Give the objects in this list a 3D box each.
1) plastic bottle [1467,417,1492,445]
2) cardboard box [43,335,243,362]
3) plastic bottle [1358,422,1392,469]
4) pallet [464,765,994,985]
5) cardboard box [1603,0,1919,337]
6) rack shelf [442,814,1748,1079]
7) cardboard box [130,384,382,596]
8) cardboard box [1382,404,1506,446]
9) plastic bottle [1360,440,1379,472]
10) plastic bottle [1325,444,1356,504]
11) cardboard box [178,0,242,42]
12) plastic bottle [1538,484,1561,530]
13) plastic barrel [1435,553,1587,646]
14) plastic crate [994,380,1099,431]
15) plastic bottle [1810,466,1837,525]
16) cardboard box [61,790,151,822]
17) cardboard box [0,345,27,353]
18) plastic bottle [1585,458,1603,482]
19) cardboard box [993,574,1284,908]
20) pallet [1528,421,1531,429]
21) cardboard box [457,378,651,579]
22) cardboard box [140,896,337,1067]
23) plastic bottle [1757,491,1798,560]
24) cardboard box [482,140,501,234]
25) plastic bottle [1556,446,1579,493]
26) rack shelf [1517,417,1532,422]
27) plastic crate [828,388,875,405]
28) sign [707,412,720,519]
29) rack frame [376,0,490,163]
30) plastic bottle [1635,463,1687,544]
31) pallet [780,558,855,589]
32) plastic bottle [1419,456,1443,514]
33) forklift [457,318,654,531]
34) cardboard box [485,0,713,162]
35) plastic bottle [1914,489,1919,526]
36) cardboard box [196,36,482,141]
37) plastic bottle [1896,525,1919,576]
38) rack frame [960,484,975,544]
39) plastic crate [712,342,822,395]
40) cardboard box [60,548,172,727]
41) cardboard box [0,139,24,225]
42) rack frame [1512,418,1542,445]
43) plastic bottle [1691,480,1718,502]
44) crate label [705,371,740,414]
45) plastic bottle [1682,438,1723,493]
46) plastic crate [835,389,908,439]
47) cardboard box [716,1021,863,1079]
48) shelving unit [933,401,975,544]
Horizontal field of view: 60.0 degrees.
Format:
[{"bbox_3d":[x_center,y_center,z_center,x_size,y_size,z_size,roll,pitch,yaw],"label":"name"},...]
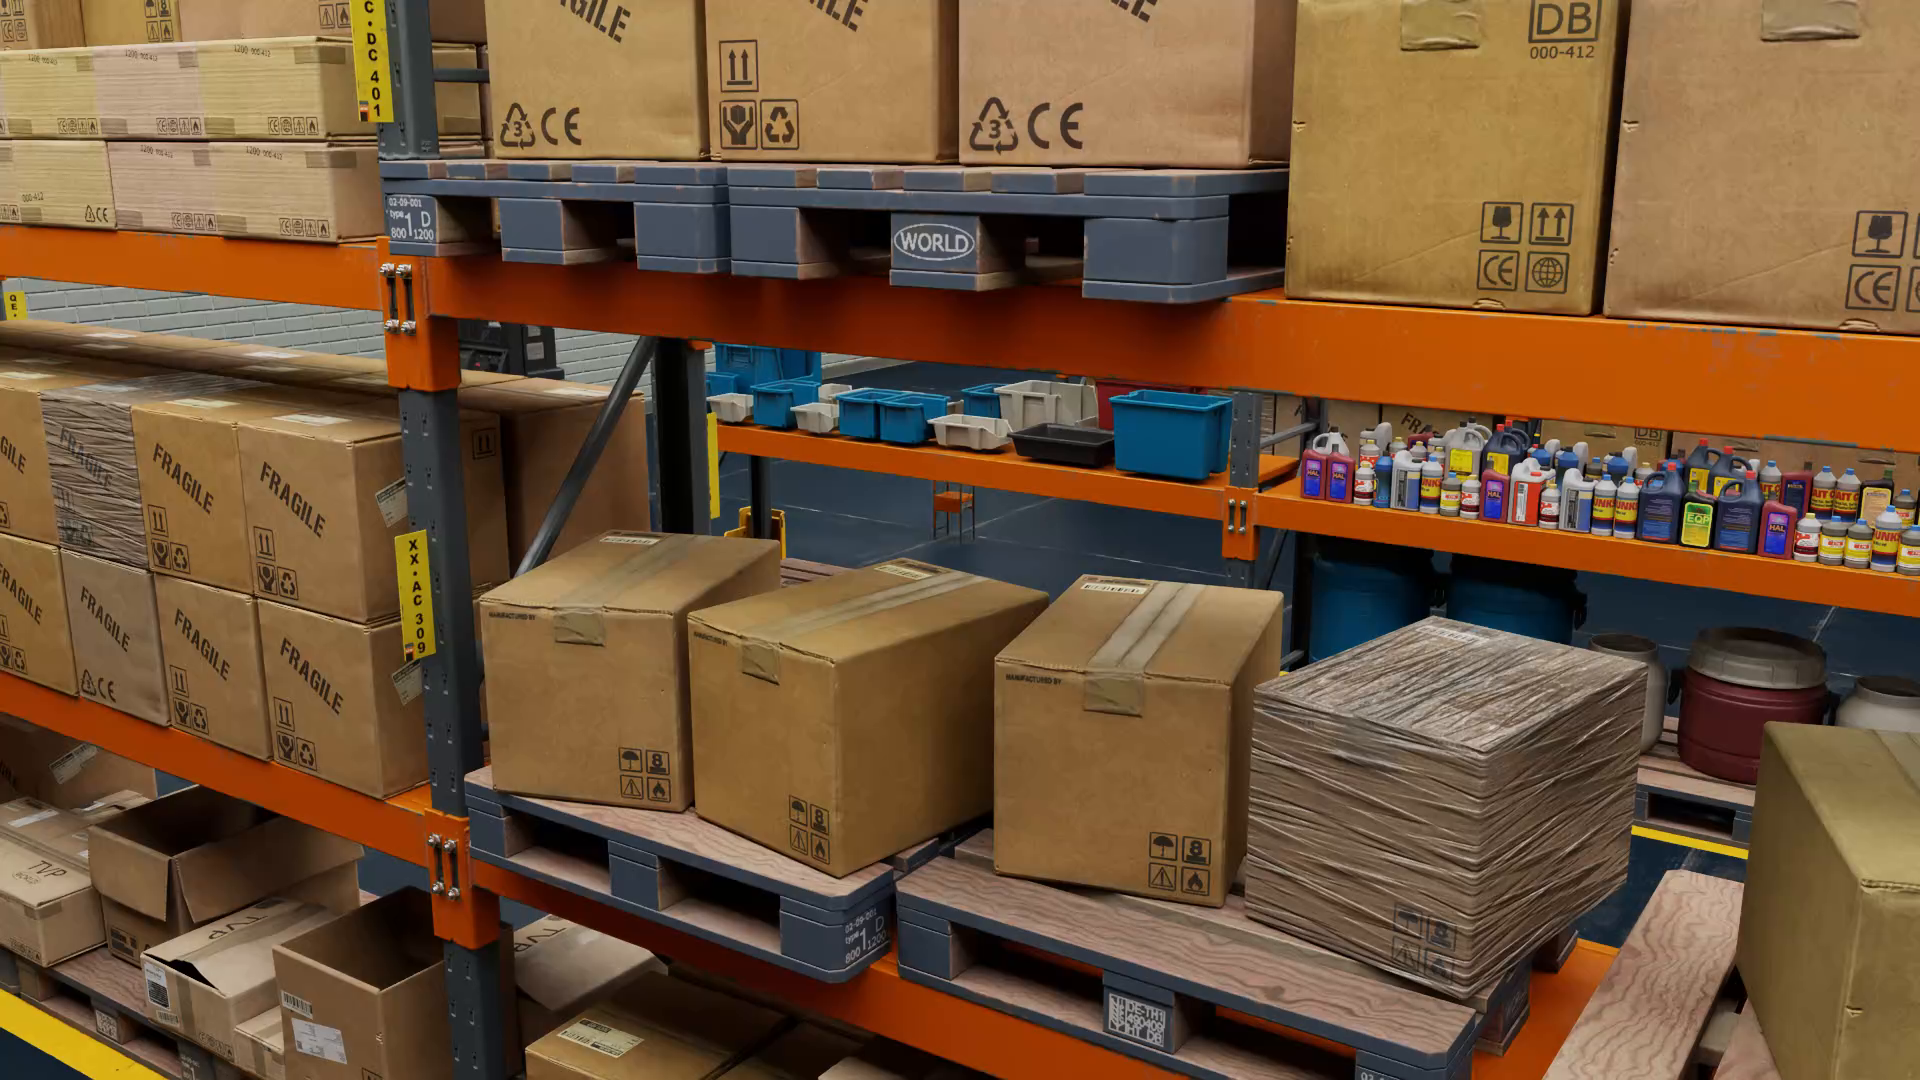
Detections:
[{"bbox_3d":[2.634,-0.453,8.514,0.185,0.351,0.144,9,17,33],"label":"plastic bottle"},{"bbox_3d":[-3.023,-0.477,6.220,0.500,0.500,0.500,10,17,34],"label":"cardboard box"},{"bbox_3d":[2.196,-0.486,8.804,0.135,0.276,0.152,9,17,33],"label":"plastic bottle"},{"bbox_3d":[-0.477,0.674,4.257,1.213,0.211,1.003,9,17,33],"label":"pallet"},{"bbox_3d":[1.436,-0.636,2.701,0.500,0.500,0.910,9,17,33],"label":"cardboard box"},{"bbox_3d":[0.581,1.070,3.757,4.000,0.370,1.077,9,17,33],"label":"rack shelf"},{"bbox_3d":[-2.069,-0.166,4.963,0.500,0.500,0.500,9,16,32],"label":"cardboard box"},{"bbox_3d":[3.950,-0.800,13.359,0.875,0.875,0.875,9,17,33],"label":"cardboard box"},{"bbox_3d":[2.142,-0.423,8.702,0.097,0.201,0.097,0,14,0],"label":"plastic bottle"},{"bbox_3d":[1.866,-0.326,8.142,0.133,0.283,0.061,9,17,33],"label":"plastic bottle"},{"bbox_3d":[-1.839,-1.691,4.880,0.500,0.500,0.700,9,17,33],"label":"cardboard box"},{"bbox_3d":[2.710,-0.155,7.622,0.097,0.201,0.097,0,14,0],"label":"plastic bottle"},{"bbox_3d":[2.718,0.451,8.252,0.708,0.901,0.600,9,17,33],"label":"plastic barrel"},{"bbox_3d":[0.525,-0.748,9.725,0.530,0.282,0.437,9,17,33],"label":"plastic crate"},{"bbox_3d":[3.982,-0.204,7.671,0.097,0.271,0.097,0,14,0],"label":"plastic bottle"},{"bbox_3d":[-3.523,1.173,6.821,0.250,0.166,0.380,9,17,33],"label":"cardboard box"},{"bbox_3d":[-3.739,-0.438,6.060,0.500,0.500,0.500,9,17,33],"label":"cardboard box"},{"bbox_3d":[3.141,-0.305,8.228,0.097,0.201,0.097,0,14,0],"label":"plastic bottle"},{"bbox_3d":[0.422,0.424,3.785,0.500,0.500,0.700,5,15,19],"label":"cardboard box"},{"bbox_3d":[5.712,-1.391,18.003,1.213,0.211,1.003,9,17,33],"label":"pallet"},{"bbox_3d":[-1.313,-0.201,5.104,0.500,0.500,0.500,10,17,34],"label":"cardboard box"},{"bbox_3d":[-2.332,1.423,5.511,0.500,0.311,0.500,9,17,33],"label":"cardboard box"},{"bbox_3d":[3.486,-0.064,7.084,0.133,0.283,0.061,9,17,33],"label":"plastic bottle"},{"bbox_3d":[-1.344,-1.046,4.875,0.500,0.250,0.500,9,17,33],"label":"cardboard box"},{"bbox_3d":[2.975,-0.322,8.150,0.097,0.271,0.097,0,14,0],"label":"plastic bottle"},{"bbox_3d":[6.113,-0.905,11.735,4.000,0.370,1.077,9,17,33],"label":"rack shelf"},{"bbox_3d":[-0.620,-0.858,10.469,0.243,0.136,0.396,9,17,33],"label":"plastic crate"},{"bbox_3d":[-0.772,-0.221,5.064,0.005,0.325,0.100,9,17,33],"label":"sign"},{"bbox_3d":[-1.079,-2.460,4.034,0.127,3.000,1.000,9,17,33],"label":"rack frame"},{"bbox_3d":[3.113,-0.169,7.368,0.185,0.351,0.144,9,17,33],"label":"plastic bottle"},{"bbox_3d":[-0.968,0.400,10.766,1.213,0.211,1.003,9,17,33],"label":"pallet"},{"bbox_3d":[2.245,-0.264,7.917,0.097,0.271,0.097,0,14,0],"label":"plastic bottle"},{"bbox_3d":[-3.657,-1.222,11.661,1.130,2.935,3.031,10,17,36],"label":"forklift"},{"bbox_3d":[-0.702,-1.223,3.987,0.600,0.600,0.600,7,16,28],"label":"cardboard box"},{"bbox_3d":[4.360,-0.154,7.444,0.133,0.283,0.061,9,17,33],"label":"plastic bottle"},{"bbox_3d":[-1.634,-1.185,4.397,0.500,0.250,0.500,9,17,33],"label":"cardboard box"},{"bbox_3d":[3.915,0.039,6.835,0.097,0.201,0.097,0,14,0],"label":"plastic bottle"},{"bbox_3d":[0.057,-0.500,12.660,0.008,1.050,0.200,9,17,33],"label":"rack frame"},{"bbox_3d":[-1.248,-1.110,10.867,0.499,0.435,0.616,9,17,33],"label":"plastic crate"},{"bbox_3d":[-2.493,0.250,5.361,0.500,0.500,0.500,10,17,34],"label":"cardboard box"},{"bbox_3d":[-2.871,-1.146,5.279,0.500,0.250,0.500,9,17,33],"label":"cardboard box"},{"bbox_3d":[4.453,-1.523,12.732,0.127,3.000,1.000,9,17,33],"label":"rack frame"},{"bbox_3d":[3.256,-0.119,7.305,0.133,0.283,0.061,9,17,33],"label":"plastic bottle"},{"bbox_3d":[-1.609,-0.921,10.523,0.303,0.233,0.416,9,17,33],"label":"crate label"},{"bbox_3d":[3.548,-0.305,7.917,0.185,0.351,0.144,9,17,33],"label":"plastic bottle"},{"bbox_3d":[-0.517,-0.744,9.810,0.300,0.233,0.416,9,17,33],"label":"plastic crate"},{"bbox_3d":[-0.365,1.635,4.264,0.500,0.500,0.500,9,17,34],"label":"cardboard box"},{"bbox_3d":[-0.044,-0.517,12.726,0.252,1.050,0.215,9,17,33],"label":"shelving unit"}]
